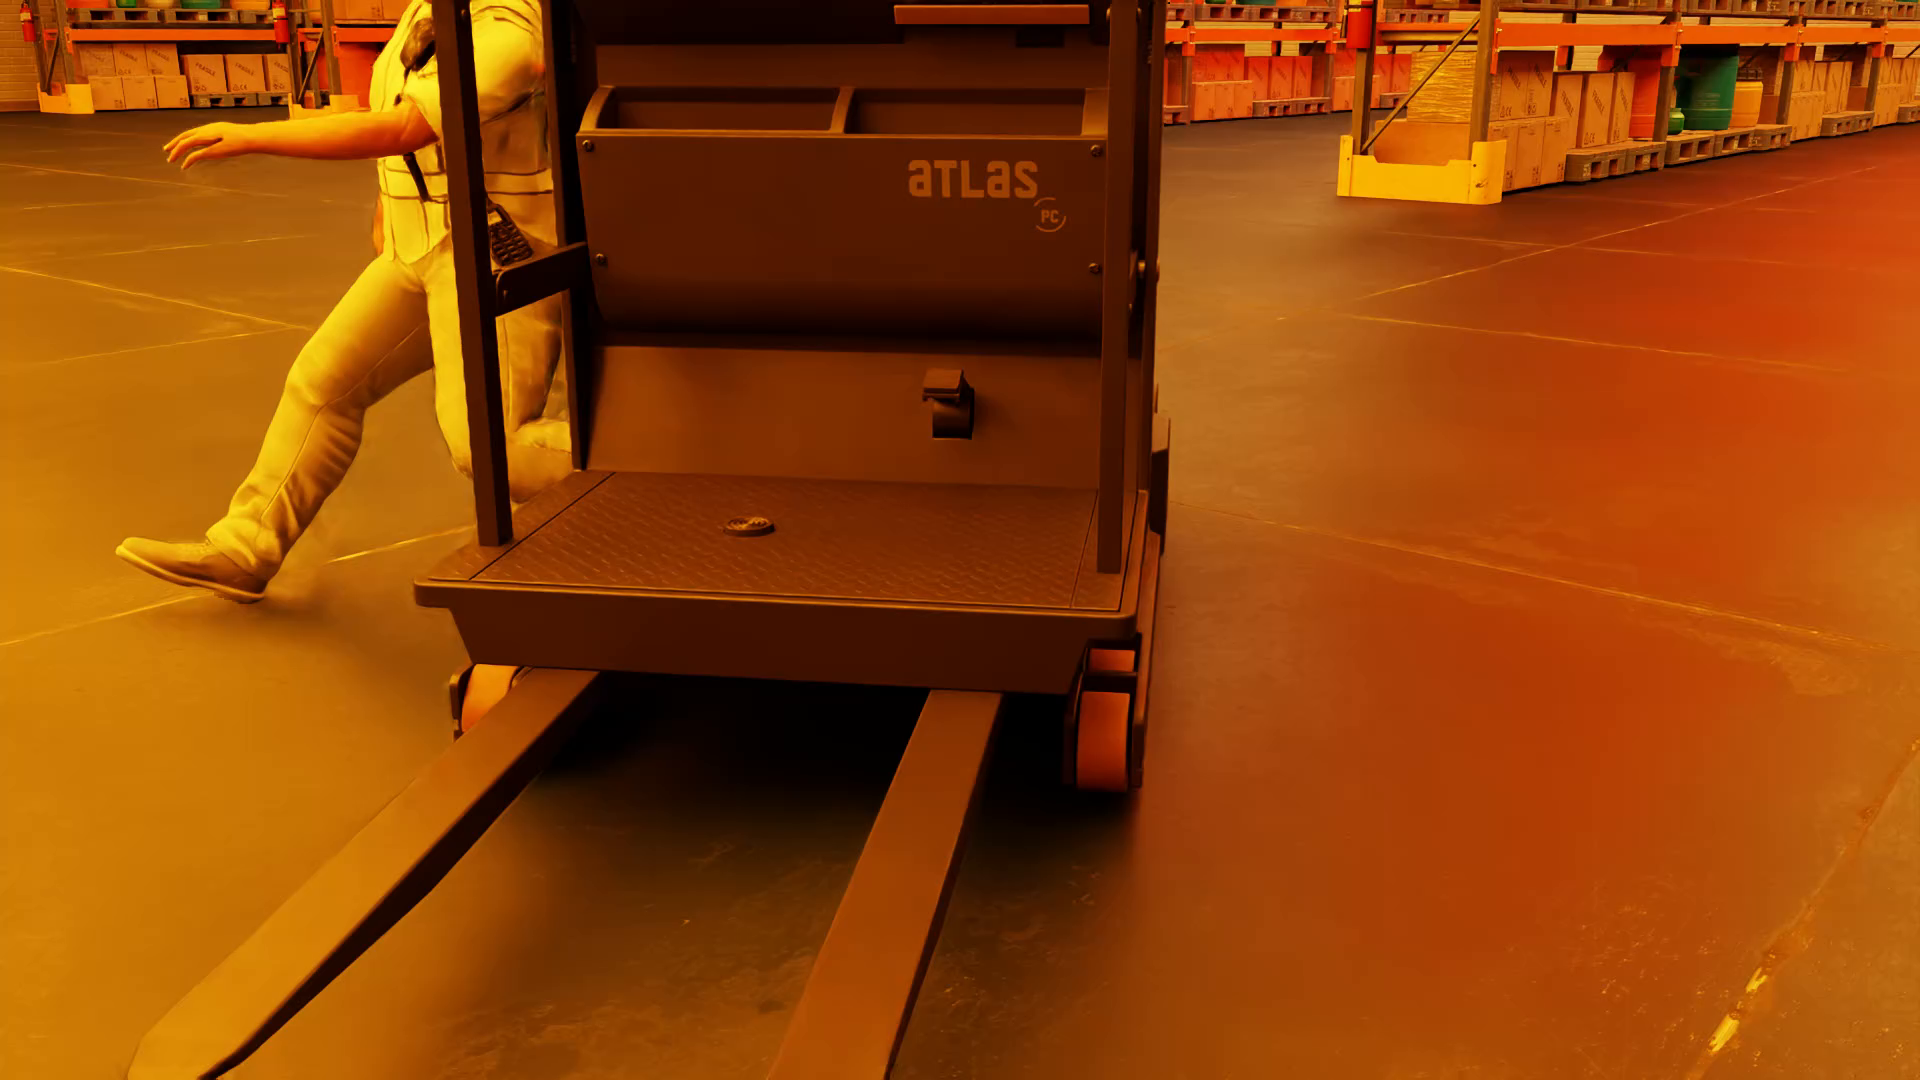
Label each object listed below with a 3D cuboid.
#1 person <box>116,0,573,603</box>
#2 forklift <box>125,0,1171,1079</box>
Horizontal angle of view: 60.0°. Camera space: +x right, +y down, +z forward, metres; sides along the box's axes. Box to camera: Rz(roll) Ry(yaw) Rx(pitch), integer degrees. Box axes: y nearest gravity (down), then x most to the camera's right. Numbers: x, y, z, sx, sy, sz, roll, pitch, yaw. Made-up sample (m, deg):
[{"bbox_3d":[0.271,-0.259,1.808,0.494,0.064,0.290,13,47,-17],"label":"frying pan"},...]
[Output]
[{"bbox_3d":[-1.098,-0.552,3.251,1.072,1.476,0.916,-11,20,-33],"label":"person"},{"bbox_3d":[-0.224,-1.110,2.552,1.130,2.935,3.031,2,17,8],"label":"forklift"}]
